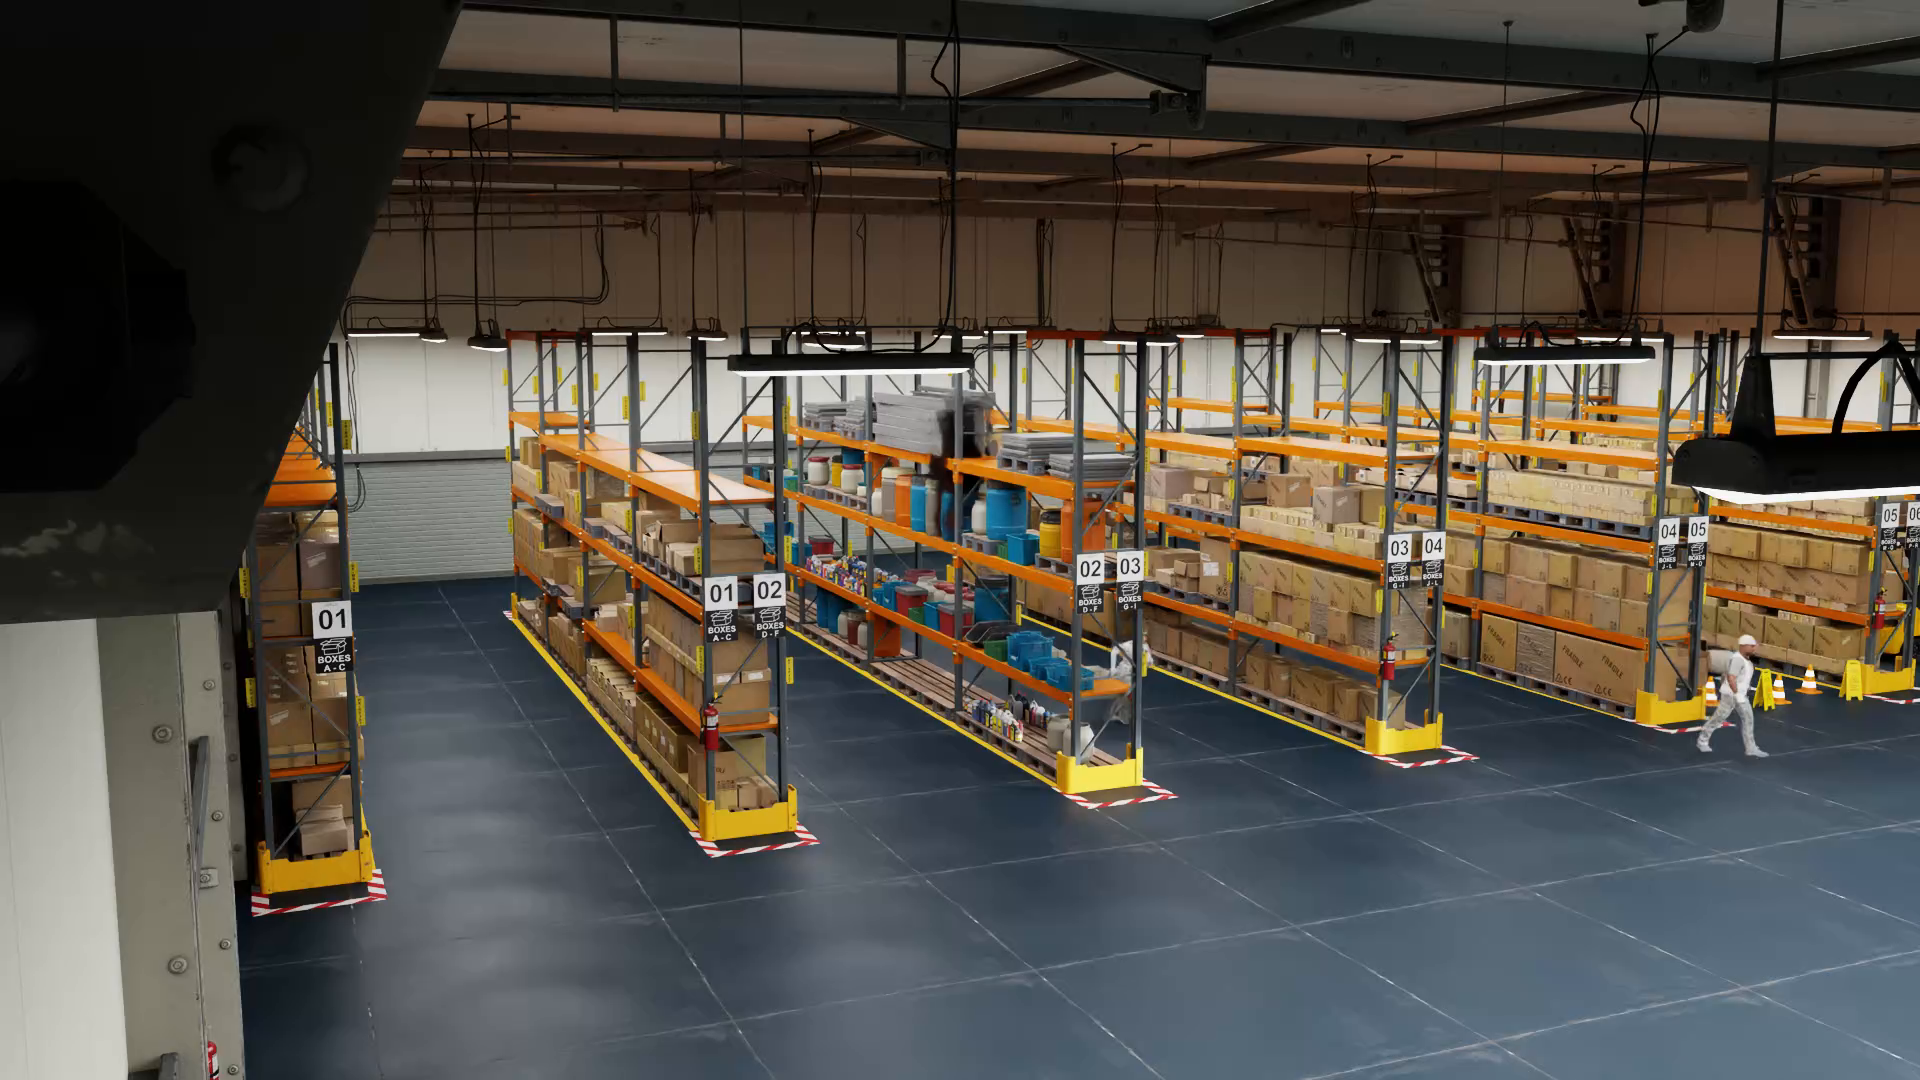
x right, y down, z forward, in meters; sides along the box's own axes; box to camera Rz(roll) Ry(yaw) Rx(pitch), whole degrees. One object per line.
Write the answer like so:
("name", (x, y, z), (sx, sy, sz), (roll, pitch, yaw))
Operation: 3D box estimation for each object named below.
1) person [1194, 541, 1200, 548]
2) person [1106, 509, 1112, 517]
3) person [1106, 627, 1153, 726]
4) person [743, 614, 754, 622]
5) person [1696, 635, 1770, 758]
("person", (6.262, -0.360, 42.903), (0.775, 1.750, 0.654), (-4, 9, -28))
("person", (3.526, 0.066, 39.639), (0.682, 1.724, 0.648), (-3, 8, -22))
("person", (2.642, 2.075, 25.735), (0.613, 1.538, 0.872), (-7, 10, -41))
("person", (-3.918, 1.339, 30.692), (0.701, 1.666, 0.863), (-5, 9, -31))
("person", (11.086, 2.205, 23.743), (0.957, 1.730, 0.708), (6, 10, 36))
